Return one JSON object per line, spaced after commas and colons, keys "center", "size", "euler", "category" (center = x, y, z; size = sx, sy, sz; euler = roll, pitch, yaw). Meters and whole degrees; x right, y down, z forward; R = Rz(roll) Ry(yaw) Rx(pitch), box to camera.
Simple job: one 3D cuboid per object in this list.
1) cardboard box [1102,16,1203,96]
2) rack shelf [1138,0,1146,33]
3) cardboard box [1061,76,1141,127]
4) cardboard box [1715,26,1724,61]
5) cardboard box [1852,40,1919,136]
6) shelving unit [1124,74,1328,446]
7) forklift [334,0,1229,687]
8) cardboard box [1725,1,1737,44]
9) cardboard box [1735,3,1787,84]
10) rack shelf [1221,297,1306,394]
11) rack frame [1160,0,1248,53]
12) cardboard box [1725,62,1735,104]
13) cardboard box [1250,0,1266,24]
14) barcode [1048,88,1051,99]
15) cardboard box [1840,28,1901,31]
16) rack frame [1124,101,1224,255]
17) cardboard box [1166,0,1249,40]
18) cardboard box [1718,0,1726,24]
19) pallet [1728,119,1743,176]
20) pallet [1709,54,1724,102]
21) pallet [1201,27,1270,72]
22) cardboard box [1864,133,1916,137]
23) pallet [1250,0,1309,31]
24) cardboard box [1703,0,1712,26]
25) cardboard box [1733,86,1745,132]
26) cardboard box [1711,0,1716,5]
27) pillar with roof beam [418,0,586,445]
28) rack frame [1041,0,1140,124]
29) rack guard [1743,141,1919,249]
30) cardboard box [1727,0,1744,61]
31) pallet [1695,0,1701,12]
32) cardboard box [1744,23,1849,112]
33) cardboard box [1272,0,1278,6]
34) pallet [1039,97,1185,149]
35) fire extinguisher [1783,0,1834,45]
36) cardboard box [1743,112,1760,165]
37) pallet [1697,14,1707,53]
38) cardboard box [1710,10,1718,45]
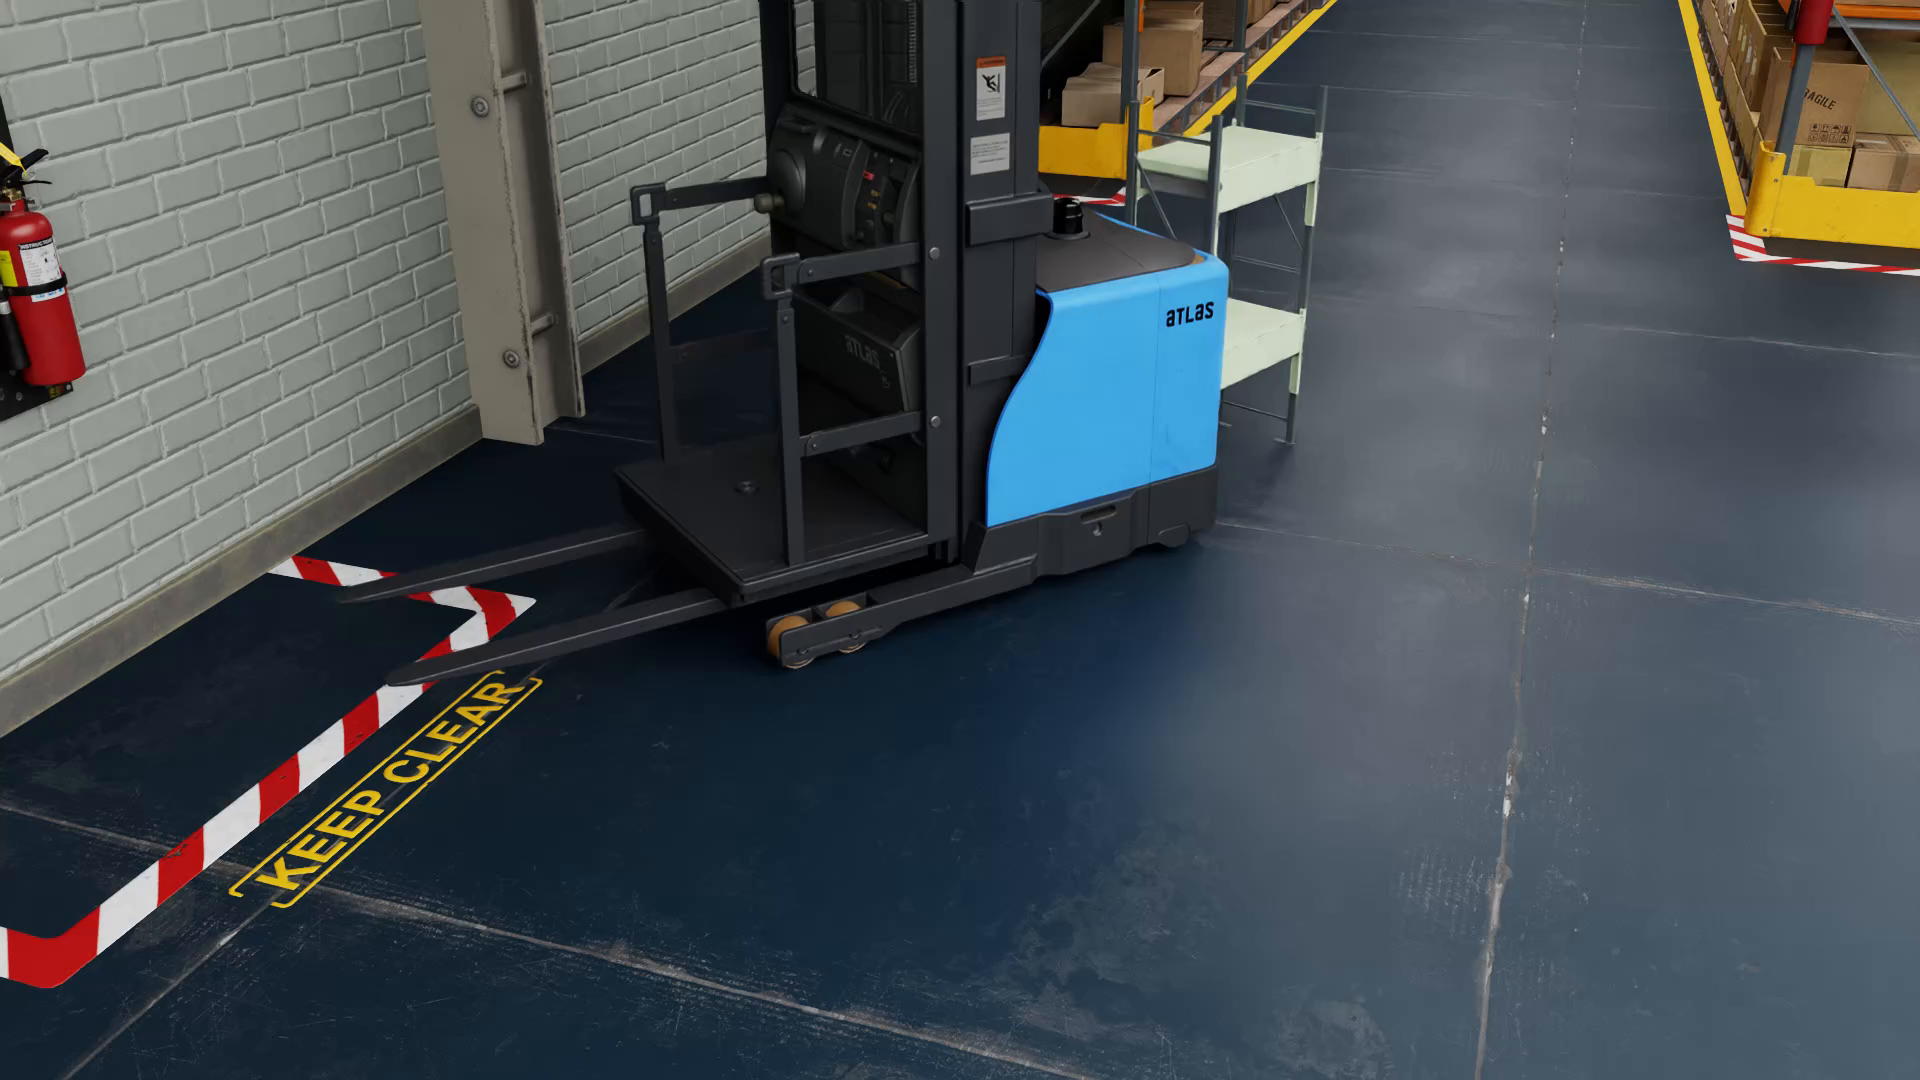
{"center": [1.499, -3.781, 12.980], "size": [0.700, 0.500, 0.500], "euler": [7, 27, 14], "category": "cardboard box"}
{"center": [1.368, -4.406, 12.734], "size": [1.077, 0.370, 4.000], "euler": [9, 27, 17], "category": "rack shelf"}
{"center": [1.018, -3.167, 11.930], "size": [0.500, 0.311, 0.500], "euler": [6, 26, 12], "category": "cardboard box"}
{"center": [6.741, -4.207, 14.170], "size": [0.500, 0.250, 0.500], "euler": [8, 27, 17], "category": "cardboard box"}
{"center": [5.928, -2.874, 10.557], "size": [0.500, 0.500, 0.500], "euler": [9, 27, 17], "category": "cardboard box"}
{"center": [1.027, -1.015, 6.626], "size": [0.431, 1.500, 0.755], "euler": [21, 33, 37], "category": "shelving unit"}
{"center": [-0.562, -1.166, 5.294], "size": [3.031, 2.935, 1.130], "euler": [-15, 30, -29], "category": "forklift"}
{"center": [6.571, -4.247, 13.609], "size": [0.500, 0.311, 0.500], "euler": [9, 27, 17], "category": "cardboard box"}
{"center": [5.924, -3.568, 11.990], "size": [0.500, 0.500, 0.500], "euler": [9, 27, 17], "category": "cardboard box"}
{"center": [1.027, -0.722, 6.768], "size": [0.431, 0.370, 0.720], "euler": [21, 33, 37], "category": "rack shelf"}
{"center": [2.034, -5.552, 14.275], "size": [1.000, 3.000, 0.127], "euler": [9, 27, 17], "category": "rack frame"}
{"center": [6.095, -3.435, 12.576], "size": [0.500, 0.250, 0.500], "euler": [9, 27, 17], "category": "cardboard box"}
{"center": [2.596, -5.353, 16.228], "size": [0.700, 0.500, 0.500], "euler": [9, 27, 18], "category": "cardboard box"}
{"center": [0.647, -3.237, 12.063], "size": [0.001, 0.075, 0.075], "euler": [9, 27, 17], "category": "barcode"}
{"center": [6.265, -3.284, 11.404], "size": [0.500, 0.500, 0.500], "euler": [9, 27, 17], "category": "cardboard box"}
{"center": [0.785, -0.896, 6.379], "size": [0.400, 1.500, 0.023], "euler": [21, 33, 37], "category": "rack frame"}
{"center": [2.263, -4.930, 15.353], "size": [0.700, 0.500, 0.500], "euler": [10, 27, 19], "category": "cardboard box"}
{"center": [6.907, -4.666, 14.476], "size": [0.500, 0.311, 0.500], "euler": [9, 27, 17], "category": "cardboard box"}
{"center": [5.998, -2.756, 11.701], "size": [1.003, 0.211, 1.213], "euler": [9, 27, 17], "category": "pallet"}
{"center": [6.915, -3.889, 14.039], "size": [1.003, 0.211, 1.213], "euler": [9, 27, 17], "category": "pallet"}
{"center": [2.292, -4.617, 15.544], "size": [1.003, 0.211, 1.213], "euler": [9, 27, 17], "category": "pallet"}
{"center": [5.927, -2.537, 10.721], "size": [0.500, 0.250, 0.500], "euler": [9, 27, 17], "category": "cardboard box"}
{"center": [3.104, -5.620, 17.615], "size": [1.003, 0.211, 1.213], "euler": [9, 27, 17], "category": "pallet"}
{"center": [7.420, -5.051, 15.914], "size": [0.500, 0.250, 0.500], "euler": [8, 27, 16], "category": "cardboard box"}
{"center": [5.763, -3.024, 11.727], "size": [0.500, 0.250, 0.500], "euler": [9, 27, 17], "category": "cardboard box"}
{"center": [7.248, -5.084, 15.338], "size": [0.500, 0.311, 0.500], "euler": [8, 27, 16], "category": "cardboard box"}
{"center": [2.183, -3.931, 4.044], "size": [9.100, 9.000, 0.400], "euler": [9, 27, 17], "category": "pillar with roof beam"}
{"center": [0.703, -3.908, 10.880], "size": [1.000, 3.000, 0.127], "euler": [9, 27, 17], "category": "rack frame"}
{"center": [5.368, -2.056, 9.924], "size": [1.175, 0.500, 0.348], "euler": [9, 27, 17], "category": "rack guard"}
{"center": [6.257, -3.979, 12.839], "size": [0.500, 0.500, 0.500], "euler": [9, 27, 17], "category": "cardboard box"}
{"center": [8.729, -6.025, 18.451], "size": [1.003, 0.211, 1.213], "euler": [9, 27, 17], "category": "pallet"}
{"center": [5.592, -3.157, 11.141], "size": [0.500, 0.500, 0.500], "euler": [9, 27, 17], "category": "cardboard box"}
{"center": [2.894, -5.770, 17.090], "size": [0.700, 0.500, 0.500], "euler": [9, 27, 17], "category": "cardboard box"}
{"center": [1.032, -3.013, 12.231], "size": [1.003, 0.211, 1.213], "euler": [9, 27, 17], "category": "pallet"}
{"center": [4.898, -3.175, 9.455], "size": [0.296, 0.674, 0.183], "euler": [9, 27, 17], "category": "fire extinguisher"}
{"center": [5.430, -2.613, 10.879], "size": [0.500, 0.250, 0.500], "euler": [9, 27, 17], "category": "cardboard box"}
{"center": [7.727, -4.891, 16.110], "size": [1.003, 0.211, 1.213], "euler": [9, 27, 17], "category": "pallet"}
{"center": [7.082, -4.626, 15.035], "size": [0.500, 0.250, 0.500], "euler": [9, 27, 18], "category": "cardboard box"}
